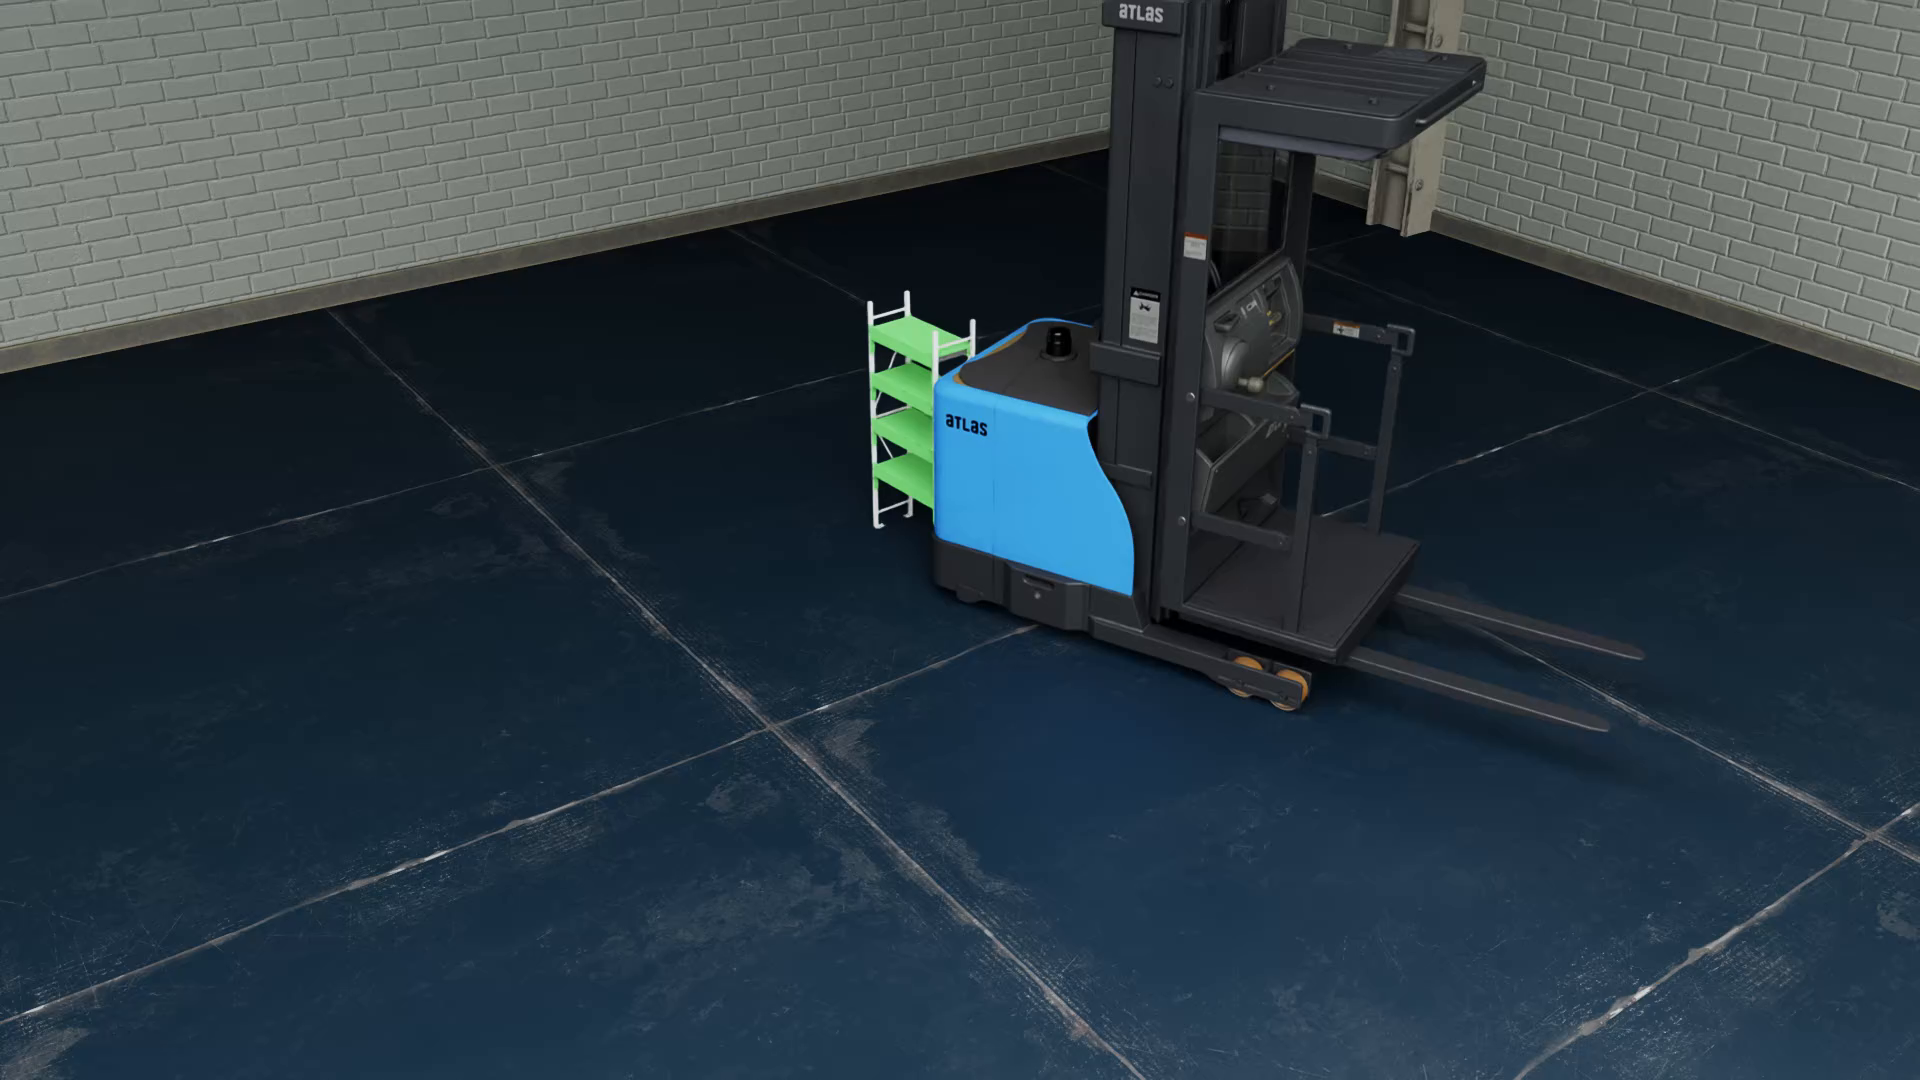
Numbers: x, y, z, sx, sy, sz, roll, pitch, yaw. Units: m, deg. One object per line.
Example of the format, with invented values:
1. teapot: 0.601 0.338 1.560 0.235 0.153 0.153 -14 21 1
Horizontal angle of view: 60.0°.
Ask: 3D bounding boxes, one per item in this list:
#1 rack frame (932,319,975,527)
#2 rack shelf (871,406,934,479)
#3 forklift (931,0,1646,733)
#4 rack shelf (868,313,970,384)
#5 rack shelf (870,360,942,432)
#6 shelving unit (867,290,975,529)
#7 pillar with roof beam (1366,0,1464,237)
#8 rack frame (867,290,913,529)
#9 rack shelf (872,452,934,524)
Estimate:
1. rack frame: -0.026 -0.444 7.810 0.240 1.200 0.015 -21 35 -34
2. rack shelf: -0.182 -0.477 8.006 0.258 0.148 0.480 -21 35 -34
3. forklift: 1.391 -0.867 6.775 3.031 2.935 1.130 16 33 28
4. rack shelf: -0.182 -0.899 7.777 0.258 0.148 0.480 -21 35 -34
5. rack shelf: -0.182 -0.688 7.891 0.258 0.148 0.480 -21 35 -34
6. shelving unit: -0.182 -0.534 7.975 0.258 1.200 0.503 -21 35 -34
7. pillar with roof beam: -0.173 -5.146 8.296 9.100 9.000 0.400 -19 34 -31
8. rack frame: -0.337 -0.624 8.141 0.240 1.200 0.015 -21 35 -34
9. rack shelf: -0.182 -0.267 8.120 0.258 0.148 0.480 -21 35 -34
